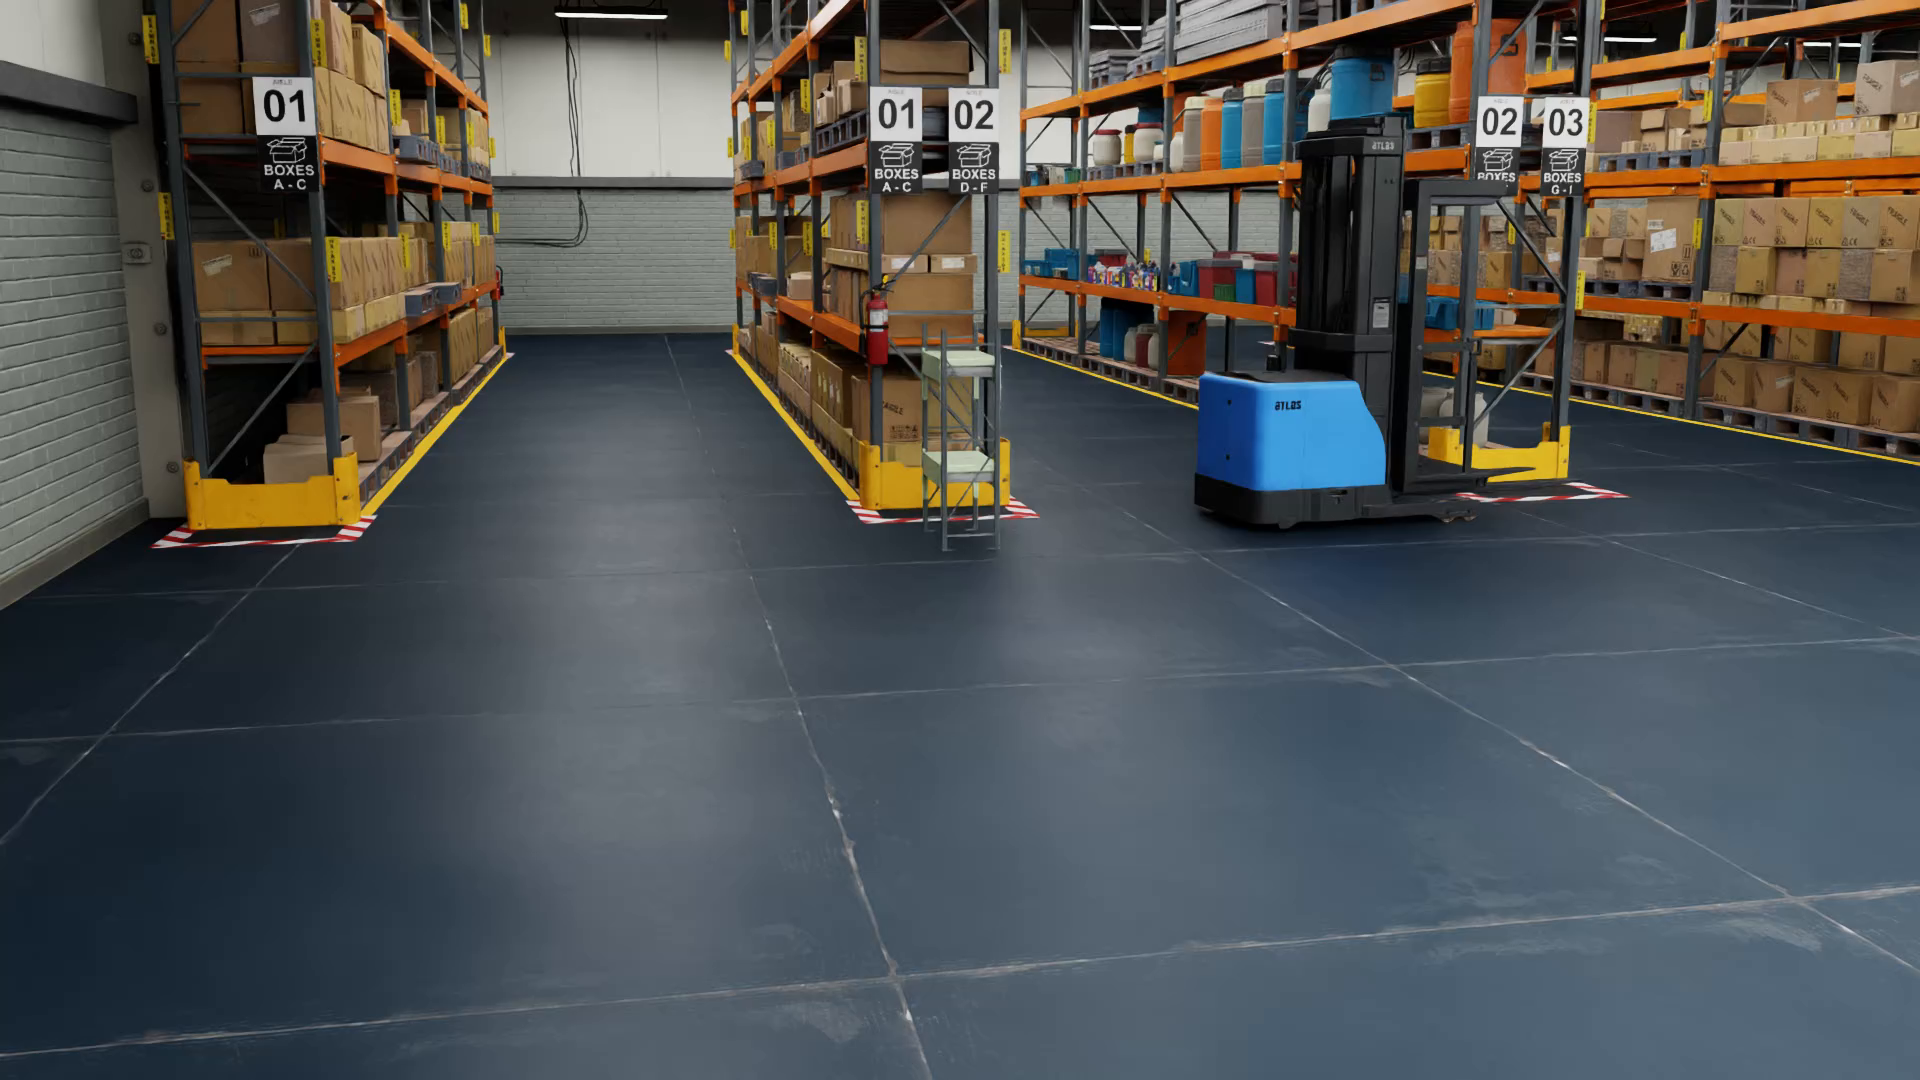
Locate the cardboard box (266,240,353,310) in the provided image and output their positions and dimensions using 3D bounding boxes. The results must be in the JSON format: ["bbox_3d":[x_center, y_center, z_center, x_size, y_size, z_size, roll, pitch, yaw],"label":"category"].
[{"bbox_3d":[-4.862,-1.987,12.456,0.500,0.500,0.500,-2,11,-11],"label":"cardboard box"}]

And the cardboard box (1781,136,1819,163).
[{"bbox_3d":[8.765,-3.978,16.952,0.500,0.250,0.500,-3,11,-13],"label":"cardboard box"}]

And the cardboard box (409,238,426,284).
[{"bbox_3d":[-6.384,-3.129,18.671,0.700,0.500,0.500,-3,11,-16],"label":"cardboard box"}]

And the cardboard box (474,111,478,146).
[{"bbox_3d":[-7.368,-6.044,24.409,0.500,0.500,0.500,-2,11,-12],"label":"cardboard box"}]

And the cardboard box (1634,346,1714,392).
[{"bbox_3d":[8.562,-2.048,19.942,0.700,0.500,0.500,-2,11,-11],"label":"cardboard box"}]

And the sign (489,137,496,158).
[{"bbox_3d":[-7.641,-6.405,27.149,0.100,0.325,0.005,-2,11,-11],"label":"sign"}]

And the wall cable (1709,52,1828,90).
[{"bbox_3d":[18.216,-9.539,37.647,2.988,3.039,0.133,-2,11,-11],"label":"wall cable"}]

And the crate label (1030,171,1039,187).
[{"bbox_3d":[1.404,-6.098,28.090,0.408,0.251,0.502,-2,11,-11],"label":"crate label"}]

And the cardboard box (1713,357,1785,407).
[{"bbox_3d":[8.773,-1.762,18.492,0.500,0.500,0.500,-2,11,-13],"label":"cardboard box"}]

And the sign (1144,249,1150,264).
[{"bbox_3d":[2.860,-4.301,25.530,0.100,0.325,0.005,-2,11,-11],"label":"sign"}]

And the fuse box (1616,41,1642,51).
[{"bbox_3d":[14.758,-10.957,36.642,0.513,0.334,0.176,-2,11,-11],"label":"fuse box"}]

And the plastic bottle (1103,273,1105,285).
[{"bbox_3d":[2.141,-3.824,24.295,0.097,0.201,0.097,0,11,0],"label":"plastic bottle"}]

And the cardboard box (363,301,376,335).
[{"bbox_3d":[-5.056,-1.810,13.529,0.500,0.250,0.500,-2,11,-12],"label":"cardboard box"}]

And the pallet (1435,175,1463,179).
[{"bbox_3d":[7.559,-5.294,23.969,1.003,0.211,1.213,-2,11,-8],"label":"pallet"}]

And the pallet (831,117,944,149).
[{"bbox_3d":[-0.559,-3.550,14.539,1.003,0.211,1.213,-2,11,-11],"label":"pallet"}]

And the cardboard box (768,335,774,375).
[{"bbox_3d":[-2.274,-2.478,22.203,0.500,0.500,0.500,-3,11,-13],"label":"cardboard box"}]

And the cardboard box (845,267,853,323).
[{"bbox_3d":[-0.689,-2.278,15.374,0.700,0.500,0.500,-2,11,-10],"label":"cardboard box"}]

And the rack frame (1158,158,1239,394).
[{"bbox_3d":[3.098,-3.412,21.598,1.000,3.000,0.127,-2,11,-11],"label":"rack frame"}]

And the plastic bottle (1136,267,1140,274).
[{"bbox_3d":[2.484,-3.662,23.225,0.061,0.283,0.133,-2,11,-11],"label":"plastic bottle"}]

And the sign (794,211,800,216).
[{"bbox_3d":[-2.769,-5.440,28.313,0.100,0.325,0.005,-2,11,-11],"label":"sign"}]

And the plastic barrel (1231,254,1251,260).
[{"bbox_3d":[3.507,-3.286,20.638,0.421,0.512,0.421,0,11,0],"label":"plastic barrel"}]

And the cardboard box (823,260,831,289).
[{"bbox_3d":[-1.220,-2.786,18.043,0.500,0.500,0.500,-1,11,-7],"label":"cardboard box"}]

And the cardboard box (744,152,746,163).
[{"bbox_3d":[-2.995,-5.782,25.096,0.500,0.250,0.500,-2,11,-11],"label":"cardboard box"}]

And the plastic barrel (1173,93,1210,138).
[{"bbox_3d":[2.990,-5.407,21.786,0.600,0.830,0.708,-2,11,-11],"label":"plastic barrel"}]

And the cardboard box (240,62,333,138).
[{"bbox_3d":[-4.884,-3.187,12.075,0.500,0.500,0.500,-2,11,-10],"label":"cardboard box"}]

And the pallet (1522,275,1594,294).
[{"bbox_3d":[8.199,-3.371,21.896,1.213,0.211,1.003,-2,11,-11],"label":"pallet"}]

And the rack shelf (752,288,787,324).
[{"bbox_3d":[-2.151,-3.246,22.650,1.077,0.370,4.000,-2,11,-11],"label":"rack shelf"}]

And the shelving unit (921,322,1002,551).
[{"bbox_3d":[0.001,-0.736,11.550,0.431,1.500,0.755,-2,11,-11],"label":"shelving unit"}]

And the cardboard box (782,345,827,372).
[{"bbox_3d":[-1.837,-2.160,19.756,0.500,0.311,0.500,-2,11,-12],"label":"cardboard box"}]

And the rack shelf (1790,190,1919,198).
[{"bbox_3d":[16.510,-6.173,30.007,1.077,0.370,4.000,-2,11,-11],"label":"rack shelf"}]

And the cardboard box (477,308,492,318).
[{"bbox_3d":[-7.688,-3.627,26.558,0.380,0.149,0.250,-2,11,-9],"label":"cardboard box"}]

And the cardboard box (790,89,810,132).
[{"bbox_3d":[-1.840,-5.326,20.694,0.500,0.500,0.500,-2,11,-11],"label":"cardboard box"}]

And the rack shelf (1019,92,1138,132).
[{"bbox_3d":[1.931,-6.909,26.924,1.077,0.370,4.000,-2,11,-11],"label":"rack shelf"}]

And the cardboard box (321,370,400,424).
[{"bbox_3d":[-6.002,-1.440,16.750,0.700,0.500,0.500,-2,11,-9],"label":"cardboard box"}]

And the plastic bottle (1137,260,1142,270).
[{"bbox_3d":[2.678,-3.959,24.607,0.144,0.351,0.185,-2,11,-11],"label":"plastic bottle"}]

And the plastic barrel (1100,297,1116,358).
[{"bbox_3d":[2.409,-3.220,25.082,0.600,0.901,0.708,-2,11,-11],"label":"plastic barrel"}]

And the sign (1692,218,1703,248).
[{"bbox_3d":[8.190,-3.406,18.473,0.100,0.325,0.005,-2,11,-11],"label":"sign"}]

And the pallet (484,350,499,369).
[{"bbox_3d":[-7.710,-2.782,25.746,1.003,0.211,1.213,-2,11,-11],"label":"pallet"}]

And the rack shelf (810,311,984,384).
[{"bbox_3d":[-0.595,-1.778,14.941,1.077,0.370,4.000,-2,11,-11],"label":"rack shelf"}]

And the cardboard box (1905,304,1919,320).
[{"bbox_3d":[9.107,-2.136,15.567,0.380,0.149,0.250,-2,11,-11],"label":"cardboard box"}]

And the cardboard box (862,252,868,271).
[{"bbox_3d":[-0.616,-2.337,13.950,0.380,0.149,0.250,-2,11,-10],"label":"cardboard box"}]

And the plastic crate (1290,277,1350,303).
[{"bbox_3d":[3.853,-2.547,17.221,0.767,0.338,0.504,-2,11,-11],"label":"plastic crate"}]

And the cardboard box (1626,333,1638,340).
[{"bbox_3d":[11.569,-3.449,28.298,0.380,0.149,0.250,-2,11,-13],"label":"cardboard box"}]

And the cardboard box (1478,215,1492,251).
[{"bbox_3d":[7.706,-4.388,23.778,0.797,0.503,0.637,-2,11,-10],"label":"cardboard box"}]

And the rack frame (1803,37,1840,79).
[{"bbox_3d":[16.121,-8.366,31.586,1.000,3.000,0.127,-2,11,-11],"label":"rack frame"}]

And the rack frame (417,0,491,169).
[{"bbox_3d":[-8.176,-7.466,26.854,1.000,3.000,0.127,-2,11,-11],"label":"rack frame"}]

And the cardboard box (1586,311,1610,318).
[{"bbox_3d":[11.329,-3.970,29.441,0.380,0.149,0.250,-2,11,-10],"label":"cardboard box"}]

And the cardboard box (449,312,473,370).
[{"bbox_3d":[-6.968,-2.658,22.264,0.750,0.750,0.750,-2,11,-9],"label":"cardboard box"}]

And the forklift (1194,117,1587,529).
[{"bbox_3d":[3.371,-1.662,12.588,3.031,2.935,1.130,-4,11,-19],"label":"forklift"}]

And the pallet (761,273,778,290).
[{"bbox_3d":[-2.144,-3.494,22.547,1.003,0.211,1.213,-2,11,-11],"label":"pallet"}]
